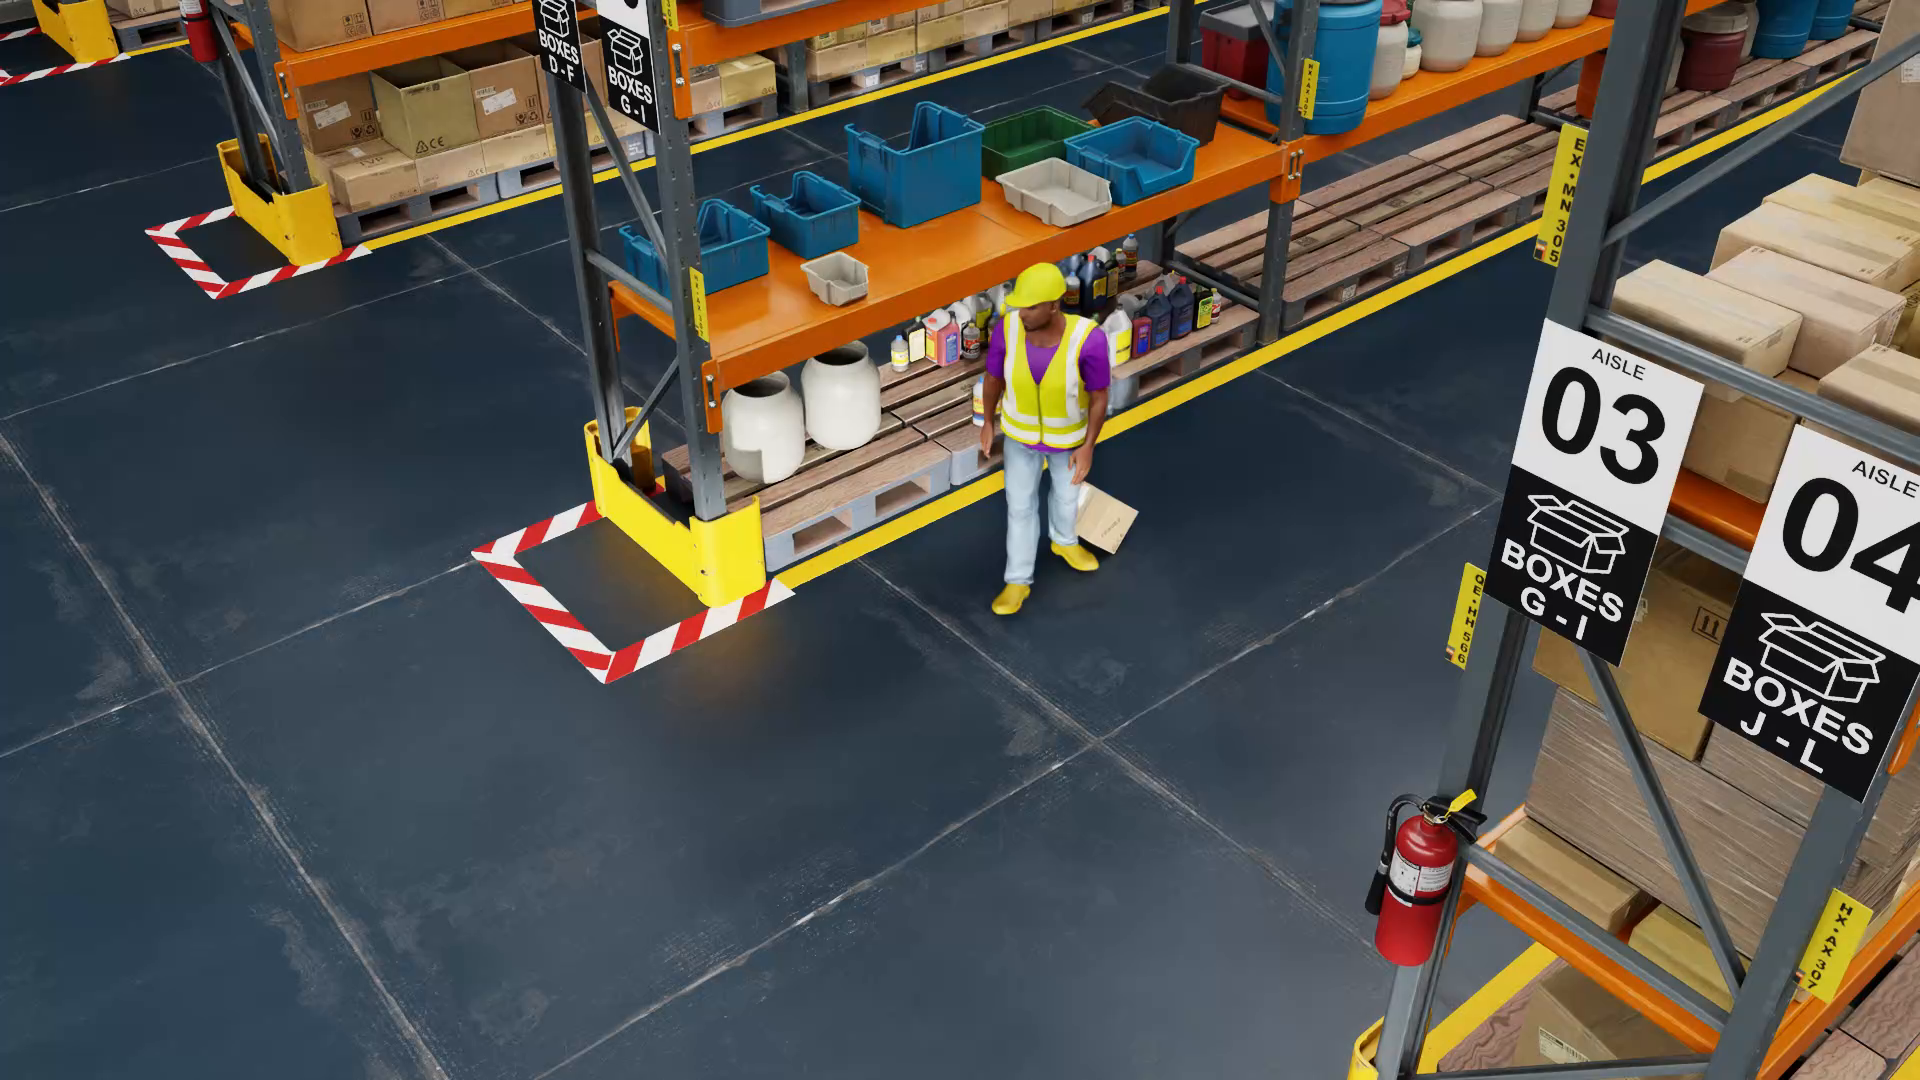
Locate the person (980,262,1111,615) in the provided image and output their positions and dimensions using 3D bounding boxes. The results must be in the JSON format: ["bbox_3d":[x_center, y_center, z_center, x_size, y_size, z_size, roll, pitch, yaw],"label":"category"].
[{"bbox_3d":[0.384,-0.491,7.736,0.609,1.766,0.668,6,36,9],"label":"person"}]
